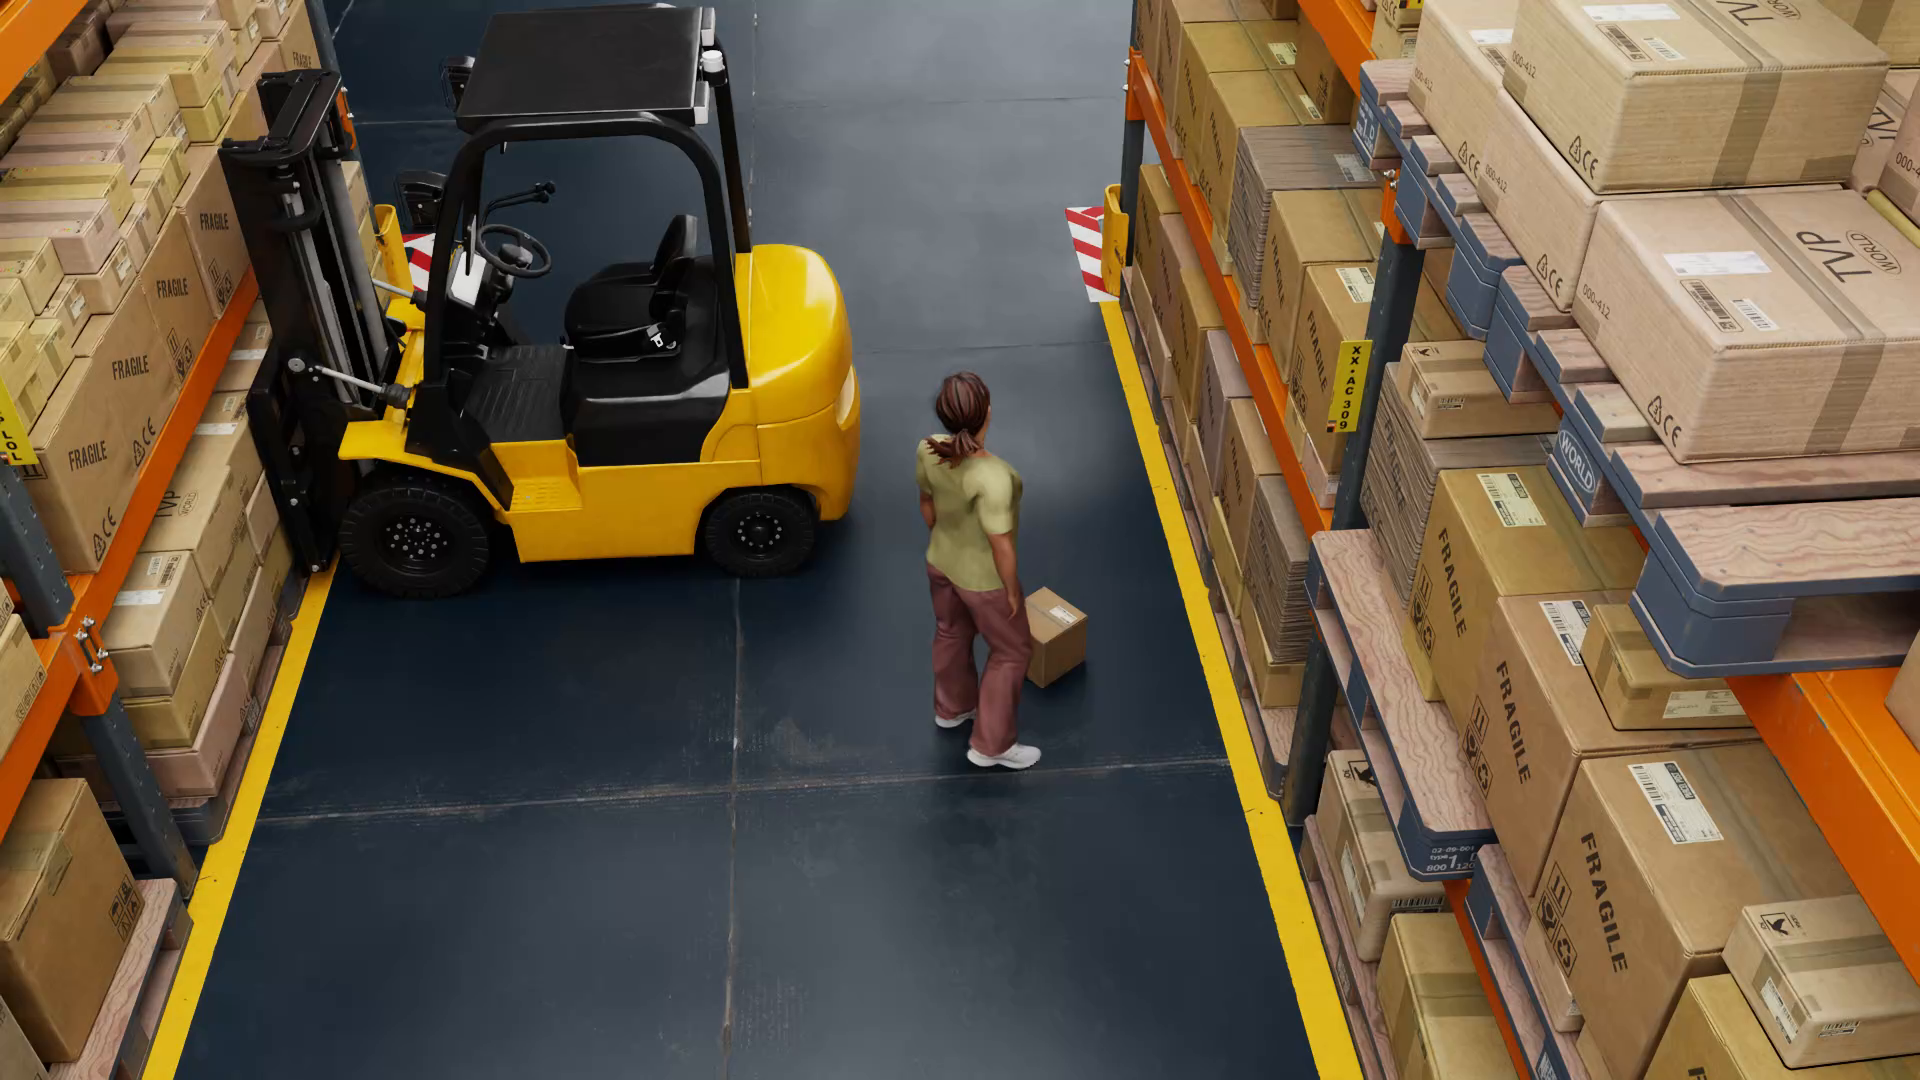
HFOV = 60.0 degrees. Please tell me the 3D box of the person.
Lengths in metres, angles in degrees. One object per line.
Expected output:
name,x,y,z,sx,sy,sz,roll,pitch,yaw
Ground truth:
person,0.062,0.127,6.006,0.396,1.703,0.514,-29,47,-31
